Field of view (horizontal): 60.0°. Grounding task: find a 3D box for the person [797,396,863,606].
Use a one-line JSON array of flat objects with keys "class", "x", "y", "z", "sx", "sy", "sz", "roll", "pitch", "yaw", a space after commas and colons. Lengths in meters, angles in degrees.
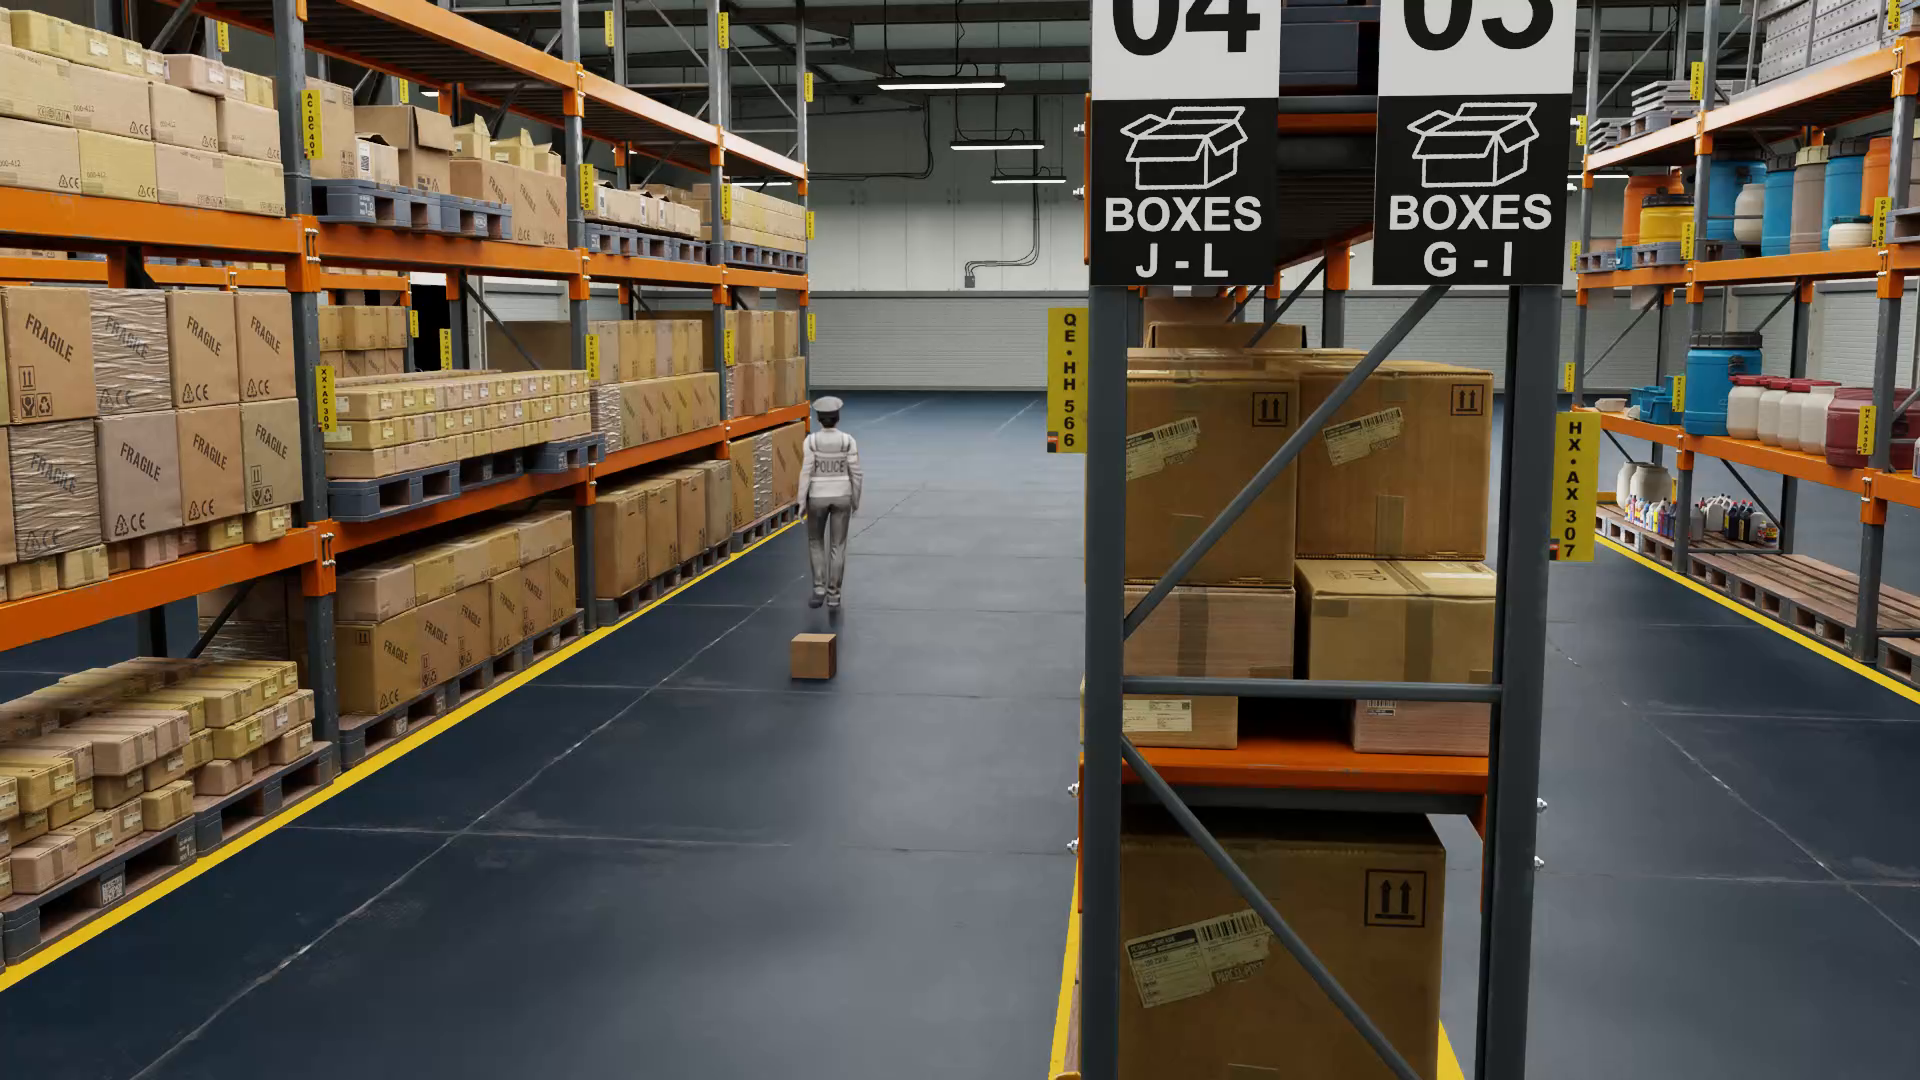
[{"class": "person", "x": -1.043, "y": -0.281, "z": 13.383, "sx": 0.525, "sy": 1.750, "sz": 0.617, "roll": -1, "pitch": 8, "yaw": -4}]
